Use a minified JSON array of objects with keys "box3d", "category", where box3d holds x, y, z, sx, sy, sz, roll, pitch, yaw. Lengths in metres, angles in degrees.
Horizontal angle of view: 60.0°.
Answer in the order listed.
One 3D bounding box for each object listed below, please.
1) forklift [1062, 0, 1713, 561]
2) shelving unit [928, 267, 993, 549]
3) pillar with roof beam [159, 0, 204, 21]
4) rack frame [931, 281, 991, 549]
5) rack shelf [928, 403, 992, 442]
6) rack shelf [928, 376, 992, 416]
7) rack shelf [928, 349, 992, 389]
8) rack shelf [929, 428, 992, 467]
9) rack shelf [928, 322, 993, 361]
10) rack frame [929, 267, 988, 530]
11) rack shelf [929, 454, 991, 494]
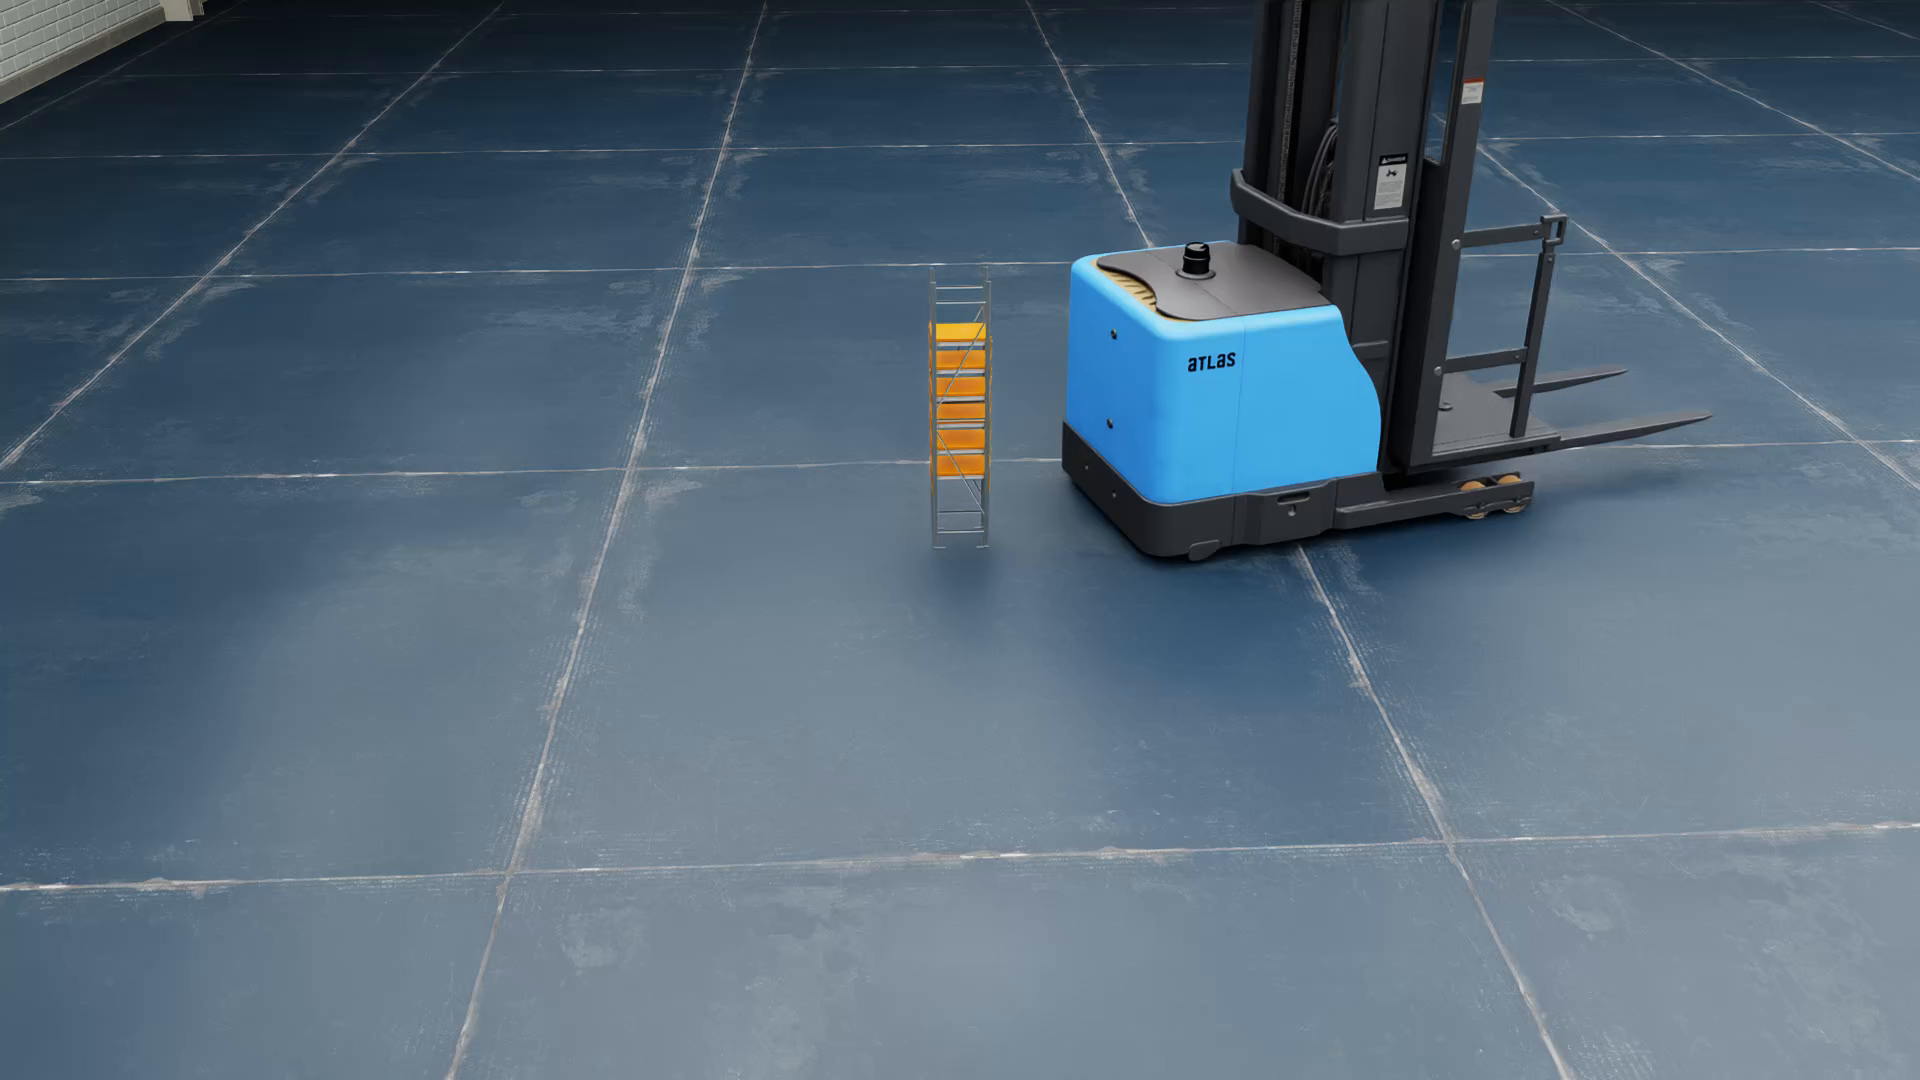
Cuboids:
[{"box3d":[2.047,-1.612,7.171,3.031,2.935,1.130,-9,29,-17],"category":"forklift"},{"box3d":[-0.001,-0.539,6.985,0.258,1.200,0.189,-1,28,-3],"category":"shelving unit"},{"box3d":[-4.209,-9.821,16.348,9.100,9.000,0.400,-1,28,-3],"category":"pillar with roof beam"},{"box3d":[0.004,-0.496,6.904,0.240,1.200,0.006,-1,28,-3],"category":"rack frame"},{"box3d":[-0.001,-0.499,7.006,0.258,0.103,0.180,-1,28,-3],"category":"rack shelf"},{"box3d":[-0.001,-0.606,6.950,0.258,0.103,0.180,-1,28,-3],"category":"rack shelf"},{"box3d":[-0.001,-0.712,6.895,0.258,0.103,0.180,-1,28,-3],"category":"rack shelf"},{"box3d":[-0.001,-0.393,7.061,0.258,0.103,0.180,-1,28,-3],"category":"rack shelf"},{"box3d":[-0.001,-0.818,6.839,0.258,0.103,0.180,-1,28,-3],"category":"rack shelf"},{"box3d":[-0.006,-0.581,7.066,0.240,1.200,0.006,-1,28,-3],"category":"rack frame"},{"box3d":[-0.001,-0.286,7.117,0.258,0.103,0.180,-1,28,-3],"category":"rack shelf"}]
